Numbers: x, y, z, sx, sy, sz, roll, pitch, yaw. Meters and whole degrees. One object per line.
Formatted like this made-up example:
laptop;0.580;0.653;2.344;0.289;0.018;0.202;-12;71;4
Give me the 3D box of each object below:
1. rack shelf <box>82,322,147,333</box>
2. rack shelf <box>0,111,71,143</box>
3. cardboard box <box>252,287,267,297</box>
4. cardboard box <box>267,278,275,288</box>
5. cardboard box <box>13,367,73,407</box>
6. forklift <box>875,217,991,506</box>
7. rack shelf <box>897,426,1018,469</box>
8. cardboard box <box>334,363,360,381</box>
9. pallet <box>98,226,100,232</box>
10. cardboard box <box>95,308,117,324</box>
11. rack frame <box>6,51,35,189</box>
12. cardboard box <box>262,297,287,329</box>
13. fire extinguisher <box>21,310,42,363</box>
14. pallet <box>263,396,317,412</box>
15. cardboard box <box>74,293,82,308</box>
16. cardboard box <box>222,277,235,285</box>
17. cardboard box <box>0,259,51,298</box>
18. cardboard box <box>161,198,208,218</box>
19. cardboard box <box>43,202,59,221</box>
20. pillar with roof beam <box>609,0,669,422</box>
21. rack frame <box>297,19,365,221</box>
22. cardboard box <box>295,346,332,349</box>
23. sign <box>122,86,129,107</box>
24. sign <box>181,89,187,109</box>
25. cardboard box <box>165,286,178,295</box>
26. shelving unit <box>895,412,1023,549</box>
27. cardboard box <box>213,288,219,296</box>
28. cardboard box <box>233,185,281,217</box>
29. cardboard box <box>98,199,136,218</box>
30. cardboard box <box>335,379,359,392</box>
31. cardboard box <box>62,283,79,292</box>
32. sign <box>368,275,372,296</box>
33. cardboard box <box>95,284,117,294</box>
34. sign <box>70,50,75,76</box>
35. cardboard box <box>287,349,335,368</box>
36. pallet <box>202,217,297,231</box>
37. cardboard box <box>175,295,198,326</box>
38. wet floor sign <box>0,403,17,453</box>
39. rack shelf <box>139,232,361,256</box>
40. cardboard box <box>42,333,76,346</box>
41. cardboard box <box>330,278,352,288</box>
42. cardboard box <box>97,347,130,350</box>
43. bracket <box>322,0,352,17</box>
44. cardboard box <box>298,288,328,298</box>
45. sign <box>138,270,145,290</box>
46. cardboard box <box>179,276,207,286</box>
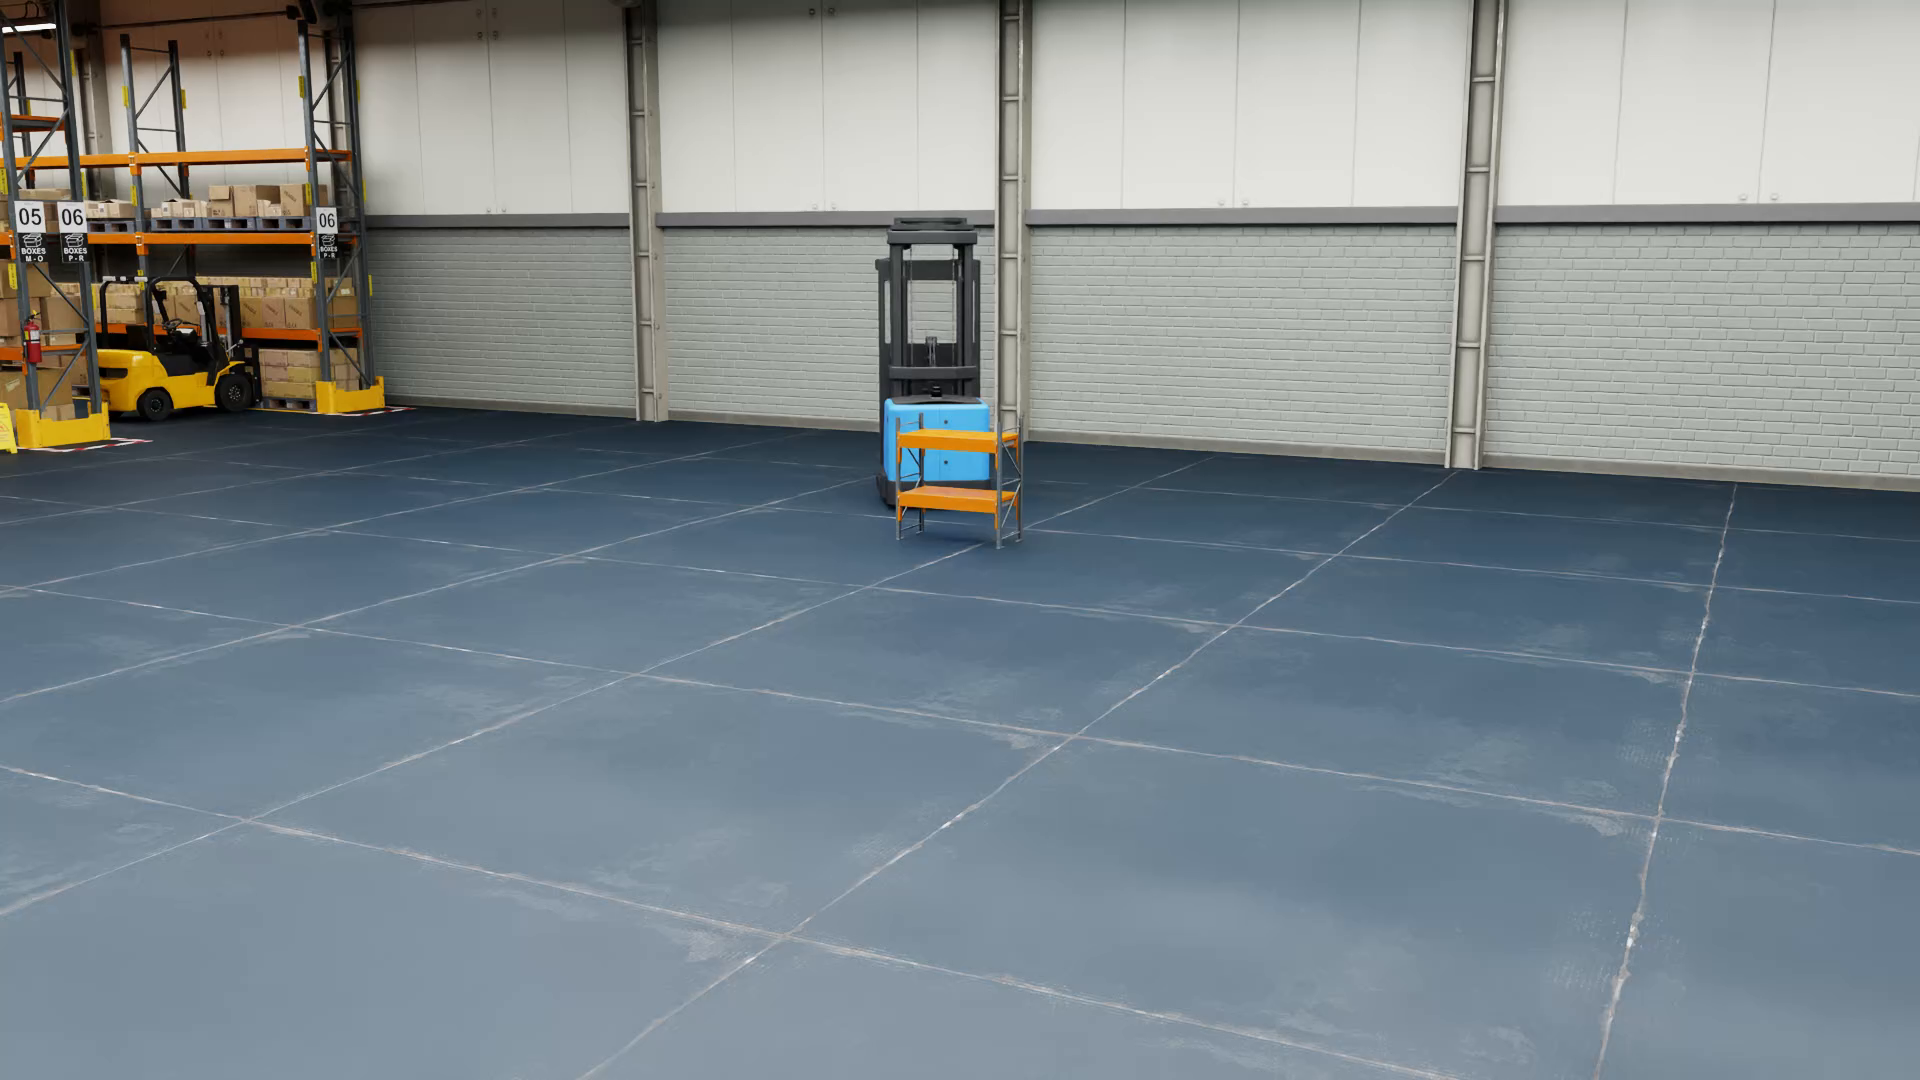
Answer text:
rack shelf;-15.213;-3.695;29.241;4.000;0.370;1.077;5;11;26
rack shelf;-13.818;-5.537;22.584;4.000;0.370;1.077;5;11;26
cardboard box;-11.192;-4.007;26.847;0.250;0.149;0.380;5;11;24
cardboard box;-10.918;-4.147;26.786;0.250;0.149;0.380;5;11;26
cardboard box;-12.647;-2.115;22.929;0.500;0.500;0.500;5;11;24
forklift;-0.350;-2.001;18.055;1.130;2.935;3.031;-1;10;-6
rack shelf;-0.006;-0.842;15.081;1.000;0.278;0.538;5;11;26
cardboard box;-10.162;-2.746;27.116;0.500;0.250;0.500;5;12;27
pallet;-15.354;-5.462;29.097;1.213;0.211;1.003;6;12;28
cardboard box;-14.440;-3.854;28.522;0.500;0.250;0.500;5;11;25
rack frame;-17.006;-7.158;29.514;0.127;3.000;1.000;5;11;26
cardboard box;-10.850;-3.664;26.773;0.500;0.500;0.500;5;12;28
fire extinguisher;-12.126;-2.662;21.733;0.183;0.674;0.296;5;11;26
pallet;-10.536;-2.257;27.109;1.213;0.211;1.003;5;11;26
cardboard box;-14.893;-4.142;28.709;0.500;0.250;0.500;5;12;27
cardboard box;-11.843;-4.228;27.229;0.250;0.149;0.380;5;11;26
cardboard box;-12.579;-3.476;22.088;0.500;0.500;0.700;5;11;24
cardboard box;-12.781;-5.475;27.424;0.500;0.311;0.500;5;12;27
cardboard box;-12.358;-4.413;22.357;0.500;0.250;0.500;5;11;25
pillar with roof beam;-6.582;-5.566;20.718;0.548;9.000;9.100;5;11;26
rack frame;-9.832;-6.528;26.031;0.127;3.000;1.000;5;11;26
cardboard box;-10.629;-3.028;27.274;0.500;0.250;0.500;5;11;26
sign;-13.648;-7.254;27.198;0.005;0.325;0.100;5;11;26
sign;-13.151;-7.467;28.154;0.005;0.325;0.100;5;11;26
cardboard box;-13.017;-4.172;27.757;0.250;0.149;0.380;5;12;27
shelving unit;-0.006;-0.554;15.133;1.048;1.125;0.538;5;11;26
cardboard box;-12.114;-4.087;27.286;0.250;0.149;0.380;5;11;24
cardboard box;-11.211;-5.449;26.754;0.500;0.500;0.700;5;11;26
cardboard box;-14.176;-5.597;28.101;0.500;0.311;0.500;5;11;24
cardboard box;-10.186;-2.499;27.159;0.500;0.250;0.500;5;11;26
cardboard box;-15.412;-4.397;29.002;0.250;0.149;0.380;5;11;26
sign;-9.581;-4.129;26.968;0.005;0.325;0.100;5;11;26
cardboard box;-14.554;-4.296;28.440;0.250;0.149;0.380;5;11;24
sign;-11.785;-6.320;22.037;0.005;0.325;0.100;5;11;26
cardboard box;-10.383;-2.908;26.609;0.500;0.250;0.500;5;12;28
pallet;-11.553;-5.164;27.166;1.213;0.211;1.003;5;11;26
cardboard box;-12.662;-3.825;27.662;0.500;0.500;0.500;5;12;27
wet floor sign;-12.328;-1.438;21.366;0.267;0.644;0.232;-10;14;-43
rack shelf;-11.625;-4.855;27.233;4.000;0.370;1.077;5;11;26
cardboard box;-12.238;-2.719;22.536;0.250;0.149;0.380;5;11;26
cardboard box;-10.038;-4.151;26.806;0.250;0.149;0.380;5;11;25
cardboard box;-14.584;-3.031;29.043;0.625;0.625;0.875;5;11;25
bracket;-9.842;-8.408;26.315;0.430;0.232;0.235;5;11;26
cardboard box;-10.267;-3.927;26.402;0.250;0.149;0.380;5;11;27
sign;-13.650;-4.334;27.727;0.005;0.325;0.100;5;11;26
cardboard box;-12.757;-4.308;27.676;0.250;0.149;0.380;5;11;25
